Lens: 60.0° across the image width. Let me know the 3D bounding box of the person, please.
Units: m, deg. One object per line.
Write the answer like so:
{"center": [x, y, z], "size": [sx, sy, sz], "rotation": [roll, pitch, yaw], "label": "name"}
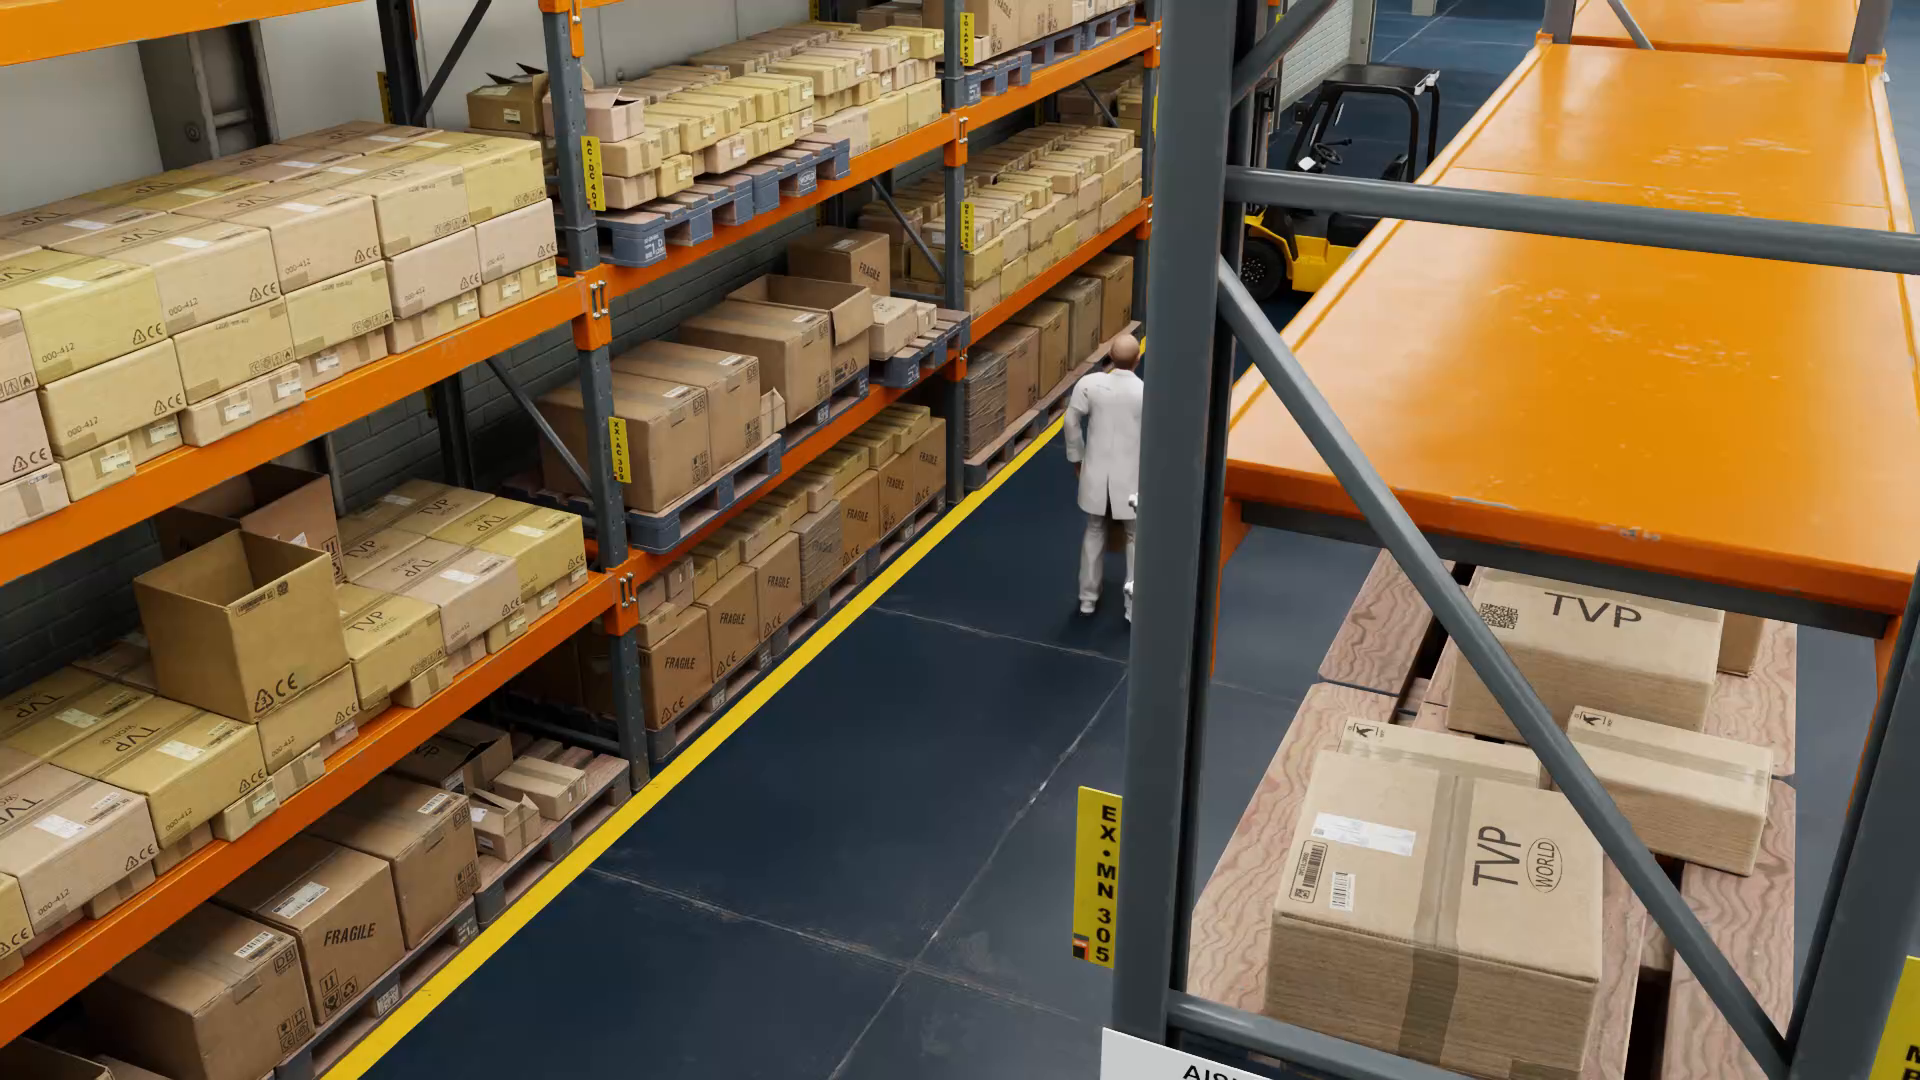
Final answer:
{"center": [0.974, -0.400, 10.296], "size": [0.709, 1.755, 0.484], "rotation": [11, 28, 21], "label": "person"}
